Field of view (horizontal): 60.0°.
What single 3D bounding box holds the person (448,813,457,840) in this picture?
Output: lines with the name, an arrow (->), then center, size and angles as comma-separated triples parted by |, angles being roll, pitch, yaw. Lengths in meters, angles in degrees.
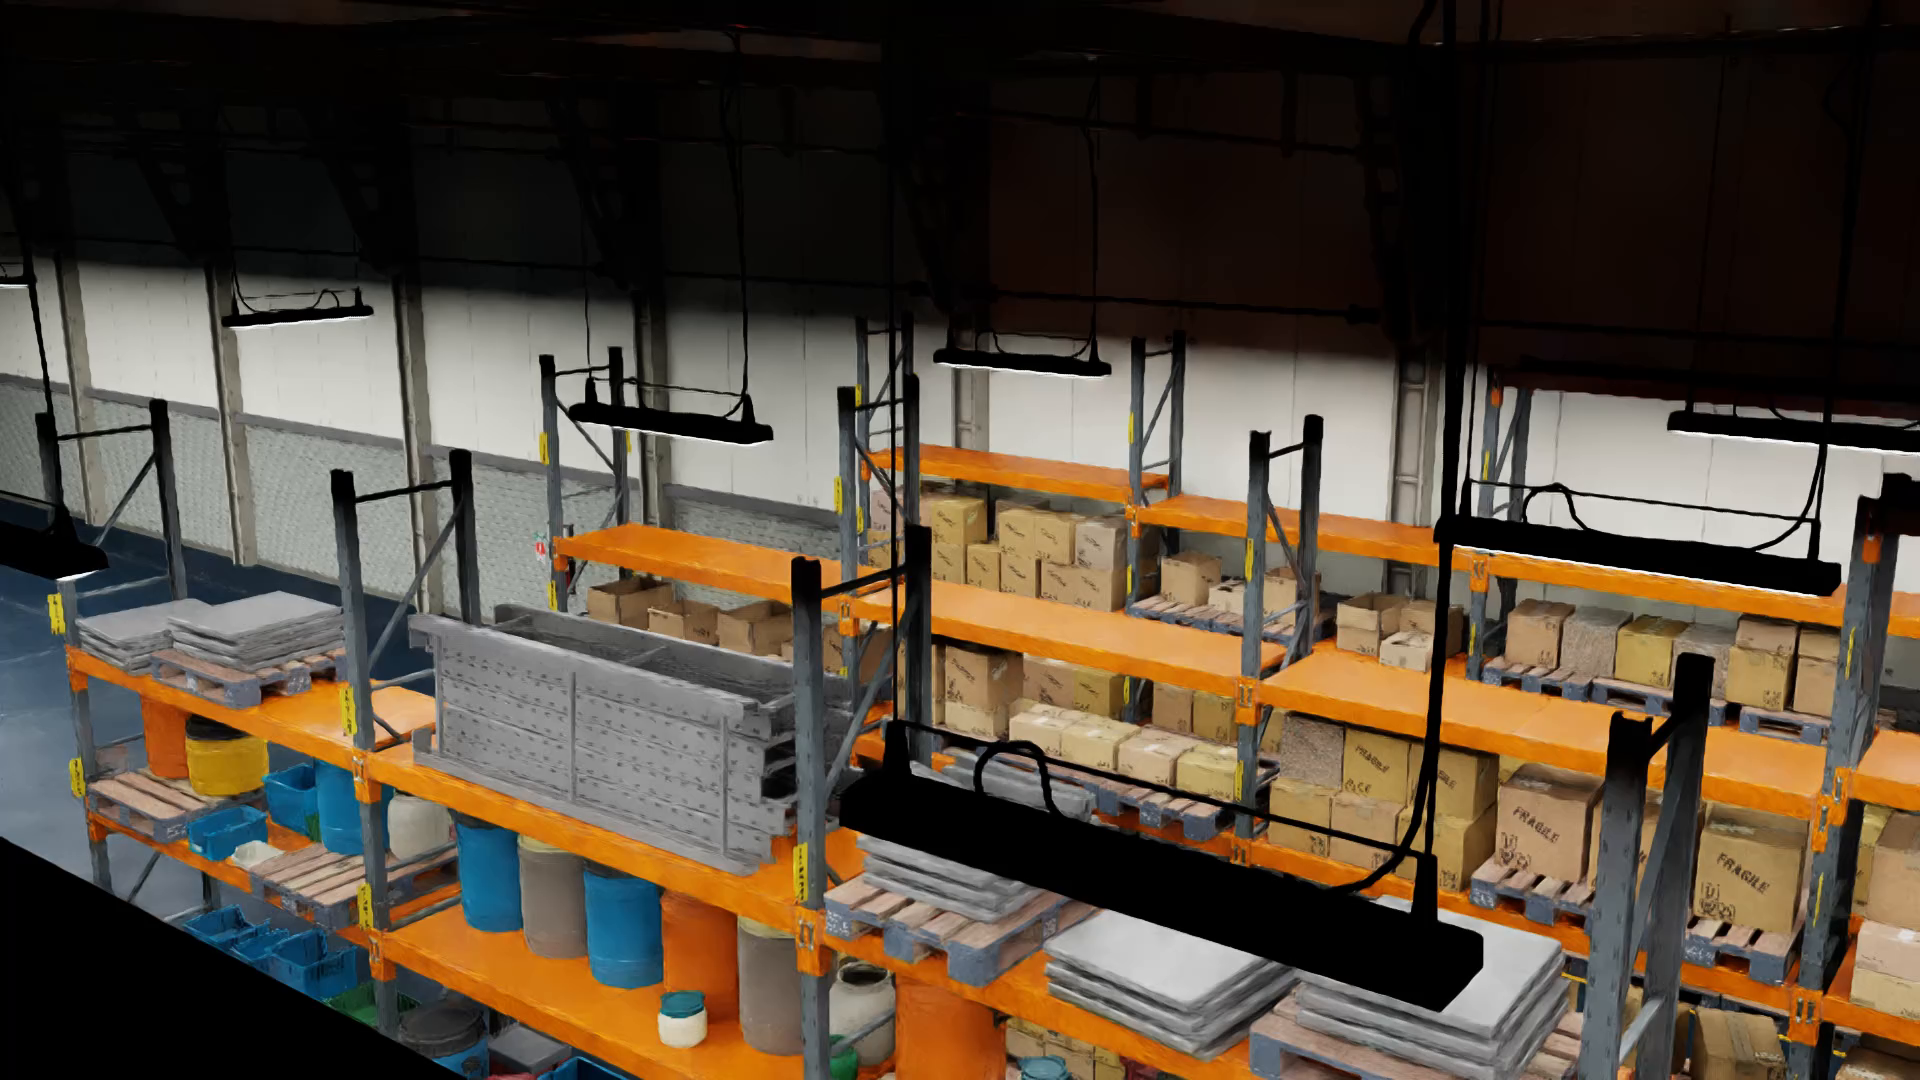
person -> -5.702, 3.153, 18.078 | 0.811, 1.603, 0.615 | 4, 14, 18
